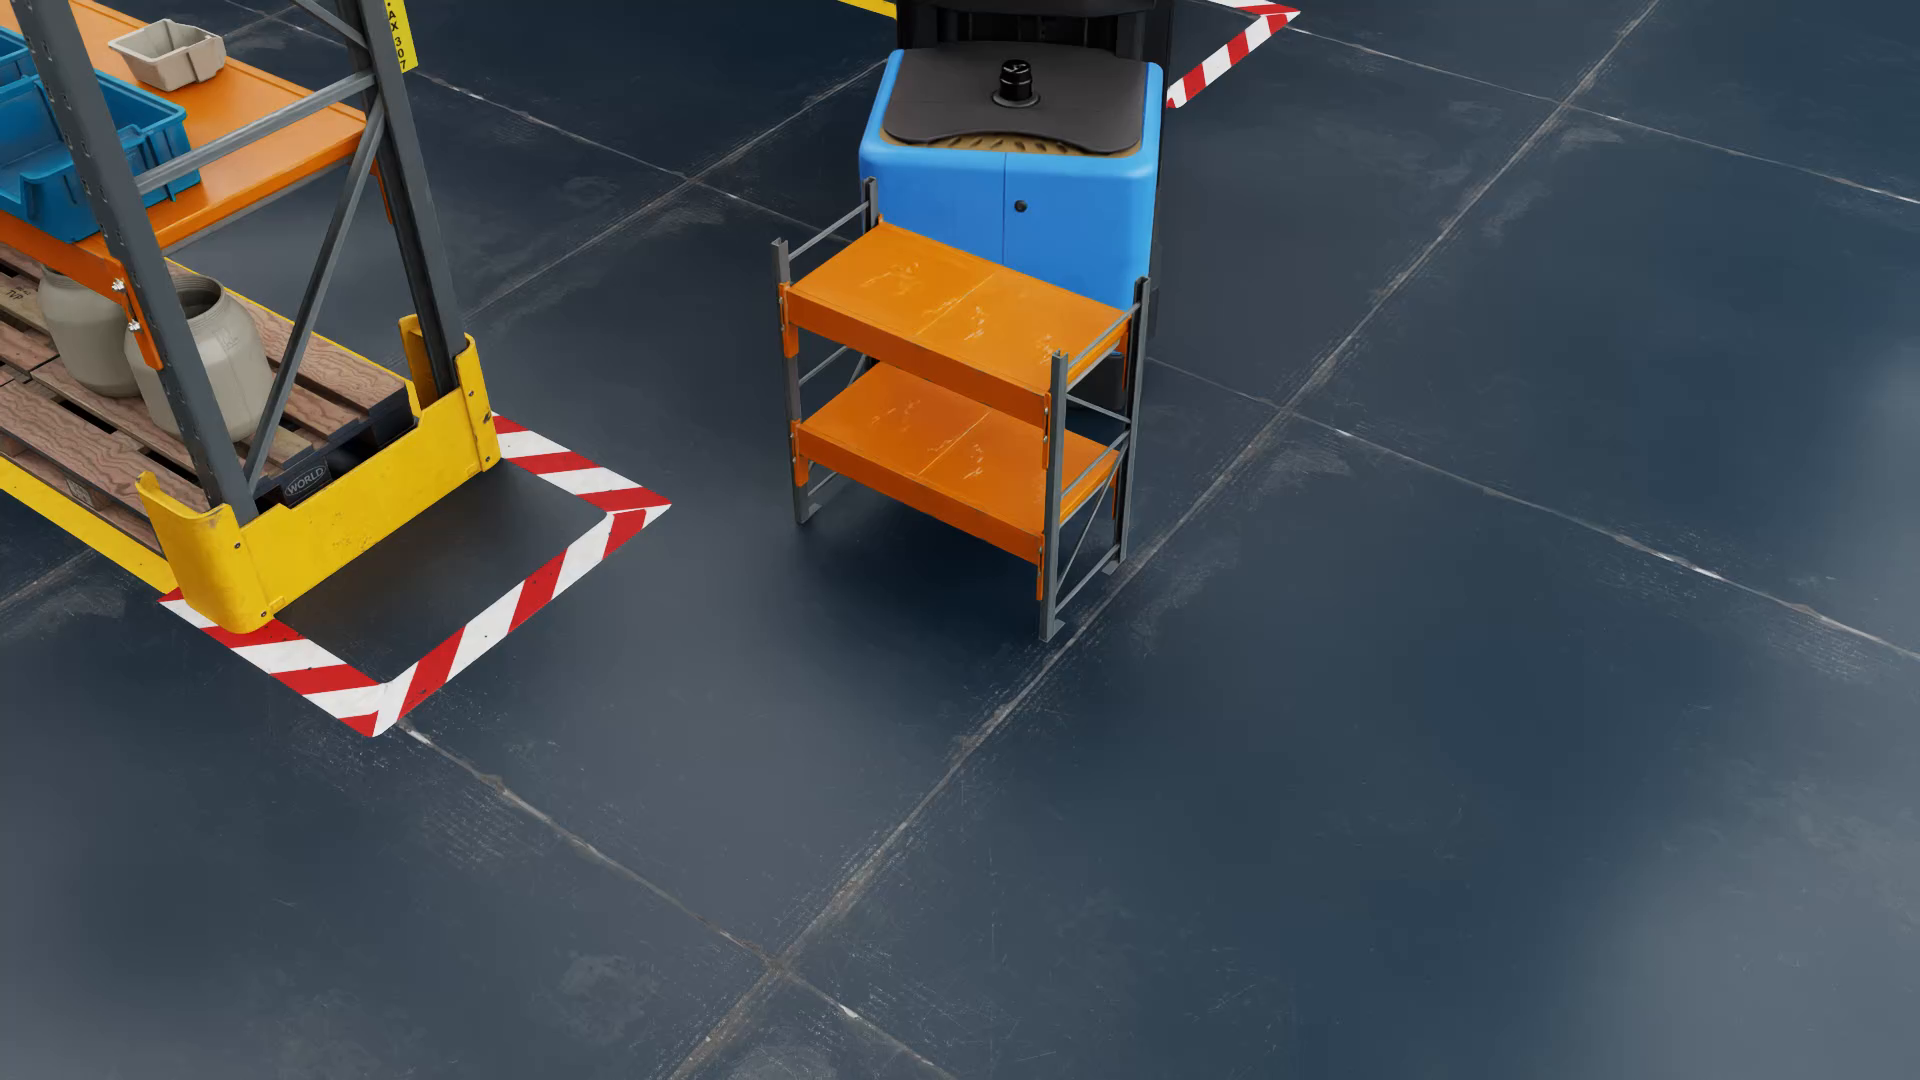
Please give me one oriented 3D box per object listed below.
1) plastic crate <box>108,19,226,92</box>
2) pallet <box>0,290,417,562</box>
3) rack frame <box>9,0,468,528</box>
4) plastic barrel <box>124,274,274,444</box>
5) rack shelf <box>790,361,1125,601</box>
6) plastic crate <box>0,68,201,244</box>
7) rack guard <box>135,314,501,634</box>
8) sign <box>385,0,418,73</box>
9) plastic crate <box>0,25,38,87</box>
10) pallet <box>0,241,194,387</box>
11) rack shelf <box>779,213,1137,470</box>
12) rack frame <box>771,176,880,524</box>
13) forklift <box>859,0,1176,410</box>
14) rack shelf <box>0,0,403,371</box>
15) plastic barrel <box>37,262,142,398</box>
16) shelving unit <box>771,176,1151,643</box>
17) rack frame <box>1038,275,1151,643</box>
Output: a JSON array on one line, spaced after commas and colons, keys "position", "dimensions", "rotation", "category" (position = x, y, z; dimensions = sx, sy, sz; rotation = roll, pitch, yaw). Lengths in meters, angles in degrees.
[{"position": [-2.590, -1.596, 5.482], "dimensions": [0.250, 0.136, 0.298], "rotation": [25, 48, 25], "category": "plastic crate"}, {"position": [-2.794, -0.454, 6.099], "dimensions": [1.213, 0.211, 1.003], "rotation": [25, 48, 25], "category": "pallet"}, {"position": [-2.042, -1.176, 4.814], "dimensions": [0.127, 3.000, 1.000], "rotation": [25, 48, 25], "category": "rack frame"}, {"position": [-2.625, -0.615, 5.739], "dimensions": [0.421, 0.512, 0.421], "rotation": [0, 42, 0], "category": "plastic barrel"}, {"position": [-0.006, -0.240, 5.541], "dimensions": [1.000, 0.278, 0.538], "rotation": [25, 48, 25], "category": "rack shelf"}, {"position": [-2.624, -1.148, 4.896], "dimensions": [0.616, 0.251, 0.499], "rotation": [25, 48, 25], "category": "plastic crate"}, {"position": [-2.132, -0.248, 5.652], "dimensions": [0.348, 0.500, 1.175], "rotation": [25, 48, 25], "category": "rack guard"}, {"position": [-1.723, -1.577, 5.056], "dimensions": [0.005, 0.325, 0.100], "rotation": [25, 48, 25], "category": "sign"}, {"position": [-3.152, -1.400, 5.177], "dimensions": [0.408, 0.251, 0.499], "rotation": [25, 48, 25], "category": "plastic crate"}, {"position": [-3.788, -0.921, 6.621], "dimensions": [1.213, 0.211, 1.003], "rotation": [25, 48, 25], "category": "pallet"}, {"position": [-0.006, -0.640, 5.183], "dimensions": [1.000, 0.278, 0.538], "rotation": [25, 48, 25], "category": "rack shelf"}, {"position": [-0.422, -0.616, 5.595], "dimensions": [0.032, 1.125, 0.500], "rotation": [25, 48, 25], "category": "rack frame"}, {"position": [0.323, -2.555, 6.408], "dimensions": [1.130, 2.935, 3.031], "rotation": [4, 42, 5], "category": "forklift"}, {"position": [-3.680, -1.673, 5.910], "dimensions": [4.000, 0.370, 1.077], "rotation": [25, 48, 25], "category": "rack shelf"}, {"position": [-3.035, -0.807, 5.953], "dimensions": [0.421, 0.512, 0.421], "rotation": [0, 42, 0], "category": "plastic barrel"}, {"position": [-0.006, -0.422, 5.378], "dimensions": [1.048, 1.125, 0.538], "rotation": [25, 48, 25], "category": "shelving unit"}, {"position": [0.411, -0.227, 5.160], "dimensions": [0.032, 1.125, 0.500], "rotation": [25, 48, 25], "category": "rack frame"}]
